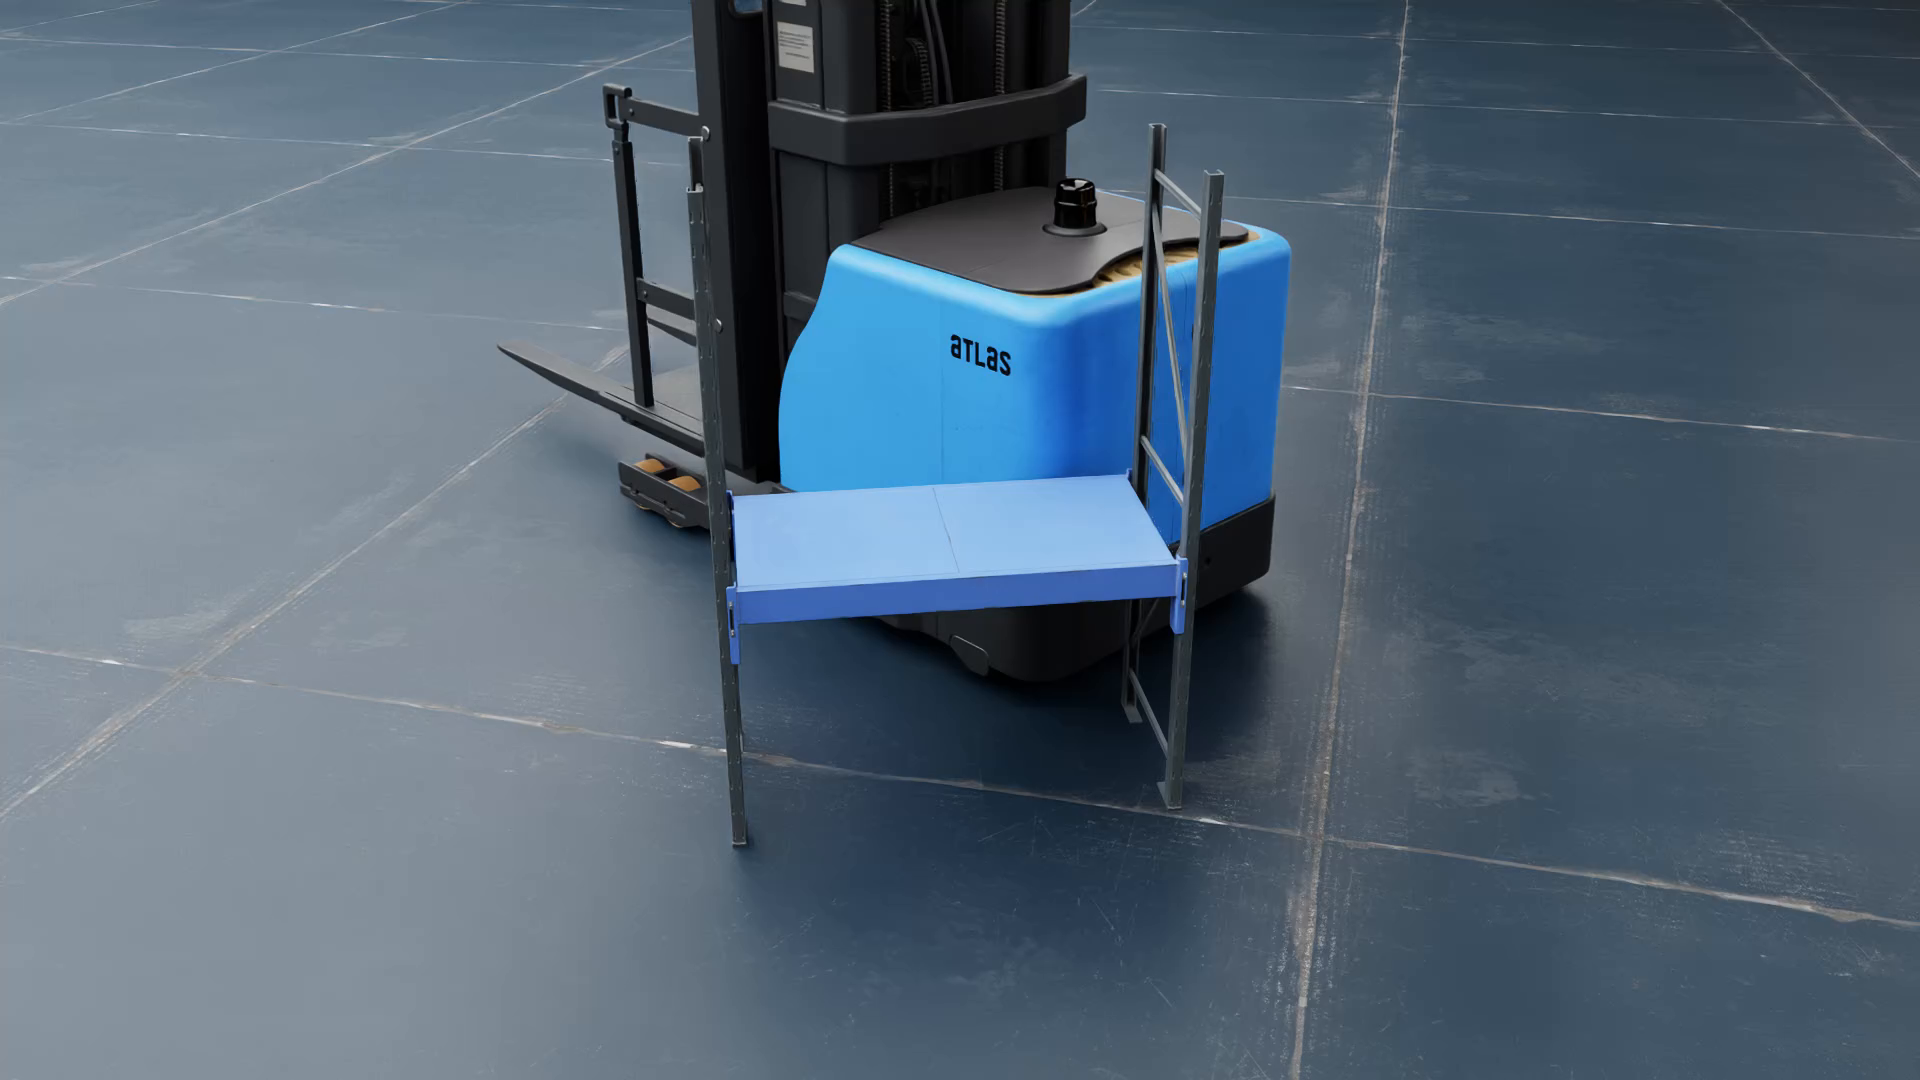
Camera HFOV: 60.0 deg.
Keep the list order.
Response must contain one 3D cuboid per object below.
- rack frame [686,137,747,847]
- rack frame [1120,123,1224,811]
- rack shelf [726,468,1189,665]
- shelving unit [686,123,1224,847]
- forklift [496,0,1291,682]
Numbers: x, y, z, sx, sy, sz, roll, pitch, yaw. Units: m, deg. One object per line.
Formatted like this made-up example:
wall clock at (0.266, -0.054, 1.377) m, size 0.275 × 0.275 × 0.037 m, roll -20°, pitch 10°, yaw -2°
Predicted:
rack frame at (-0.536, -0.086, 3.686) m, size 0.032 × 1.500 × 0.500 m, roll -3°, pitch 26°, yaw -7°
rack frame at (0.471, -0.147, 3.814) m, size 0.032 × 1.500 × 0.500 m, roll -3°, pitch 26°, yaw -7°
rack shelf at (-0.032, 0.046, 3.827) m, size 1.000 × 0.185 × 0.538 m, roll -3°, pitch 26°, yaw -7°
shelving unit at (-0.032, -0.116, 3.750) m, size 1.048 × 1.500 × 0.538 m, roll -3°, pitch 26°, yaw -7°
forklift at (-0.469, -1.496, 4.983) m, size 1.130 × 2.935 × 3.031 m, roll -22°, pitch 33°, yaw -39°
